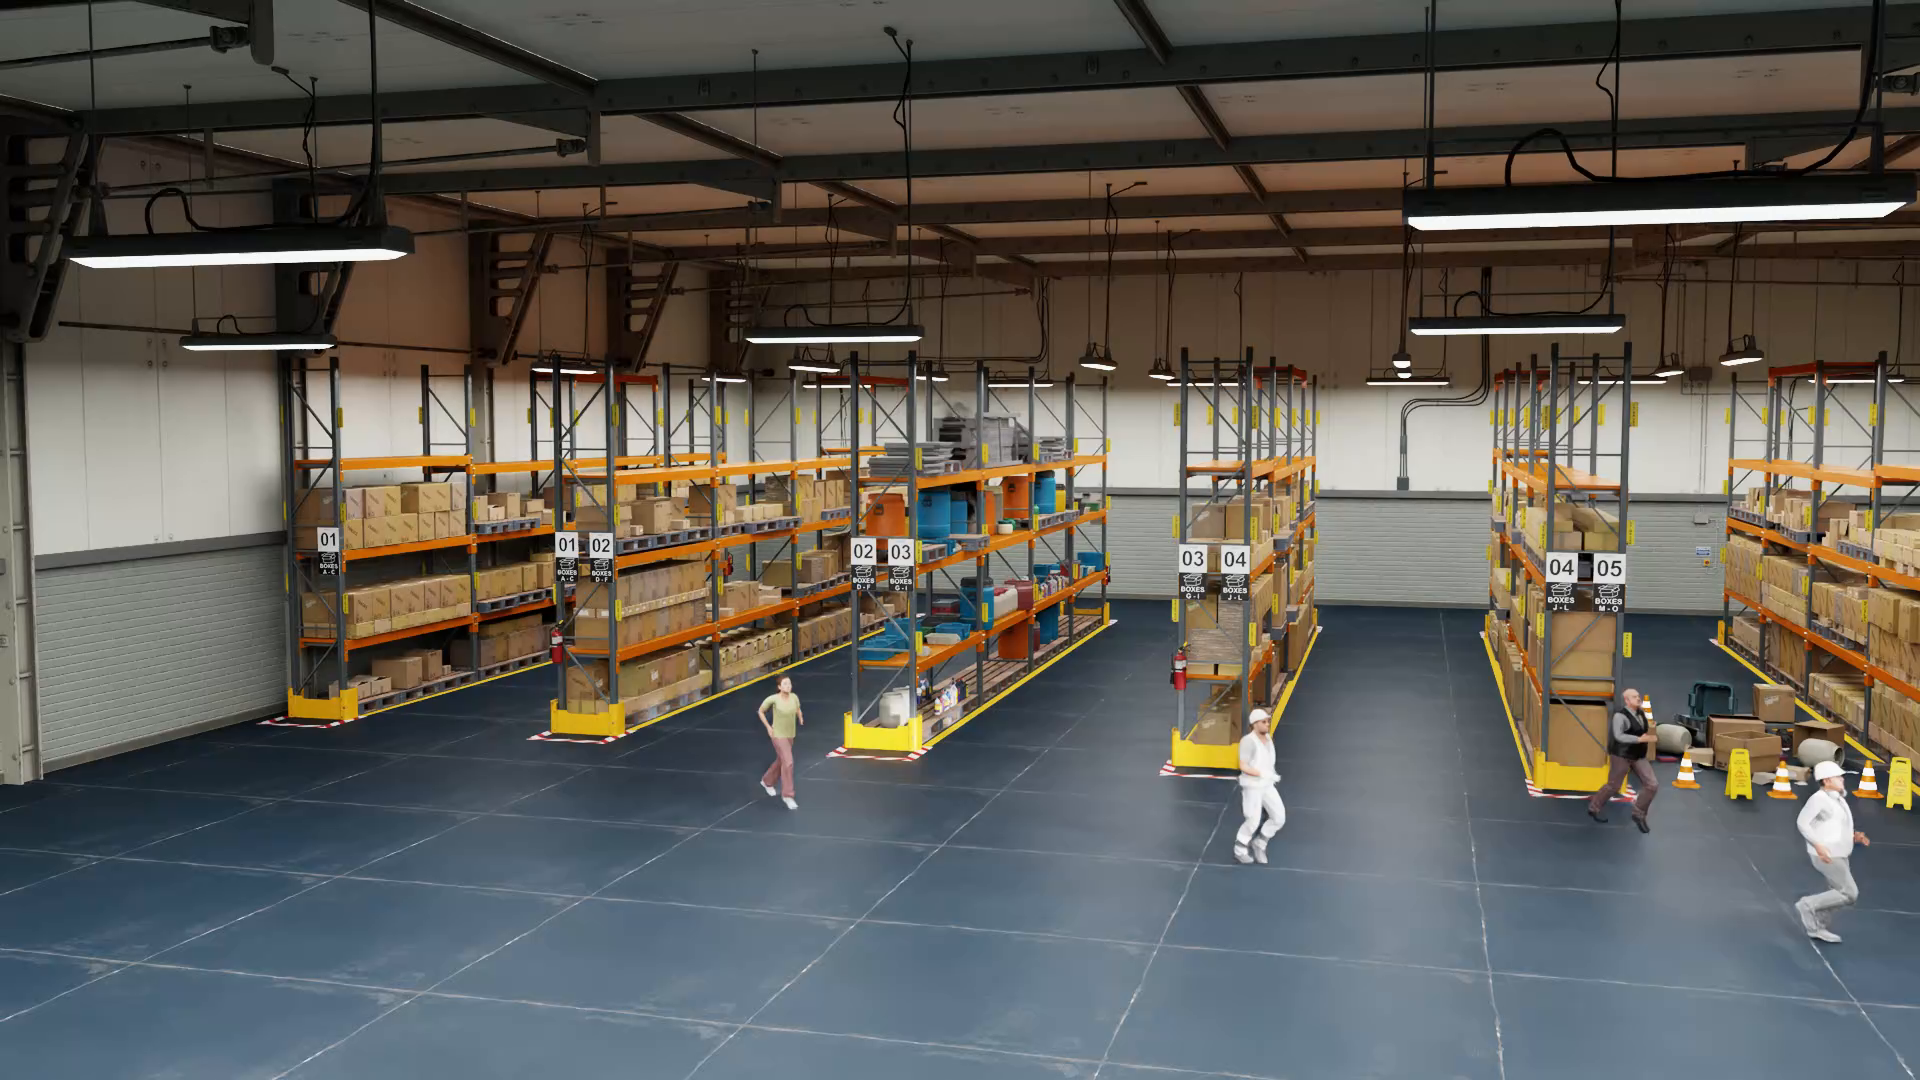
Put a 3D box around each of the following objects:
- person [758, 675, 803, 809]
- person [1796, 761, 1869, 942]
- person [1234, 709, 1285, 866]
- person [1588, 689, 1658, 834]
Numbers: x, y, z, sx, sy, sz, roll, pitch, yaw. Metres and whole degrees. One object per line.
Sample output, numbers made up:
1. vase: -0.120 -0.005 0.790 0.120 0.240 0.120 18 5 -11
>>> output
1. person: -2.313 2.576 21.592 0.840 1.702 0.572 4 6 45
2. person: 8.325 2.977 15.835 0.652 1.728 0.569 -4 6 -44
3. person: 3.364 2.764 18.502 0.686 1.785 0.676 -4 5 -40
4. person: 8.107 2.667 20.186 0.663 1.759 0.887 -2 5 -28
